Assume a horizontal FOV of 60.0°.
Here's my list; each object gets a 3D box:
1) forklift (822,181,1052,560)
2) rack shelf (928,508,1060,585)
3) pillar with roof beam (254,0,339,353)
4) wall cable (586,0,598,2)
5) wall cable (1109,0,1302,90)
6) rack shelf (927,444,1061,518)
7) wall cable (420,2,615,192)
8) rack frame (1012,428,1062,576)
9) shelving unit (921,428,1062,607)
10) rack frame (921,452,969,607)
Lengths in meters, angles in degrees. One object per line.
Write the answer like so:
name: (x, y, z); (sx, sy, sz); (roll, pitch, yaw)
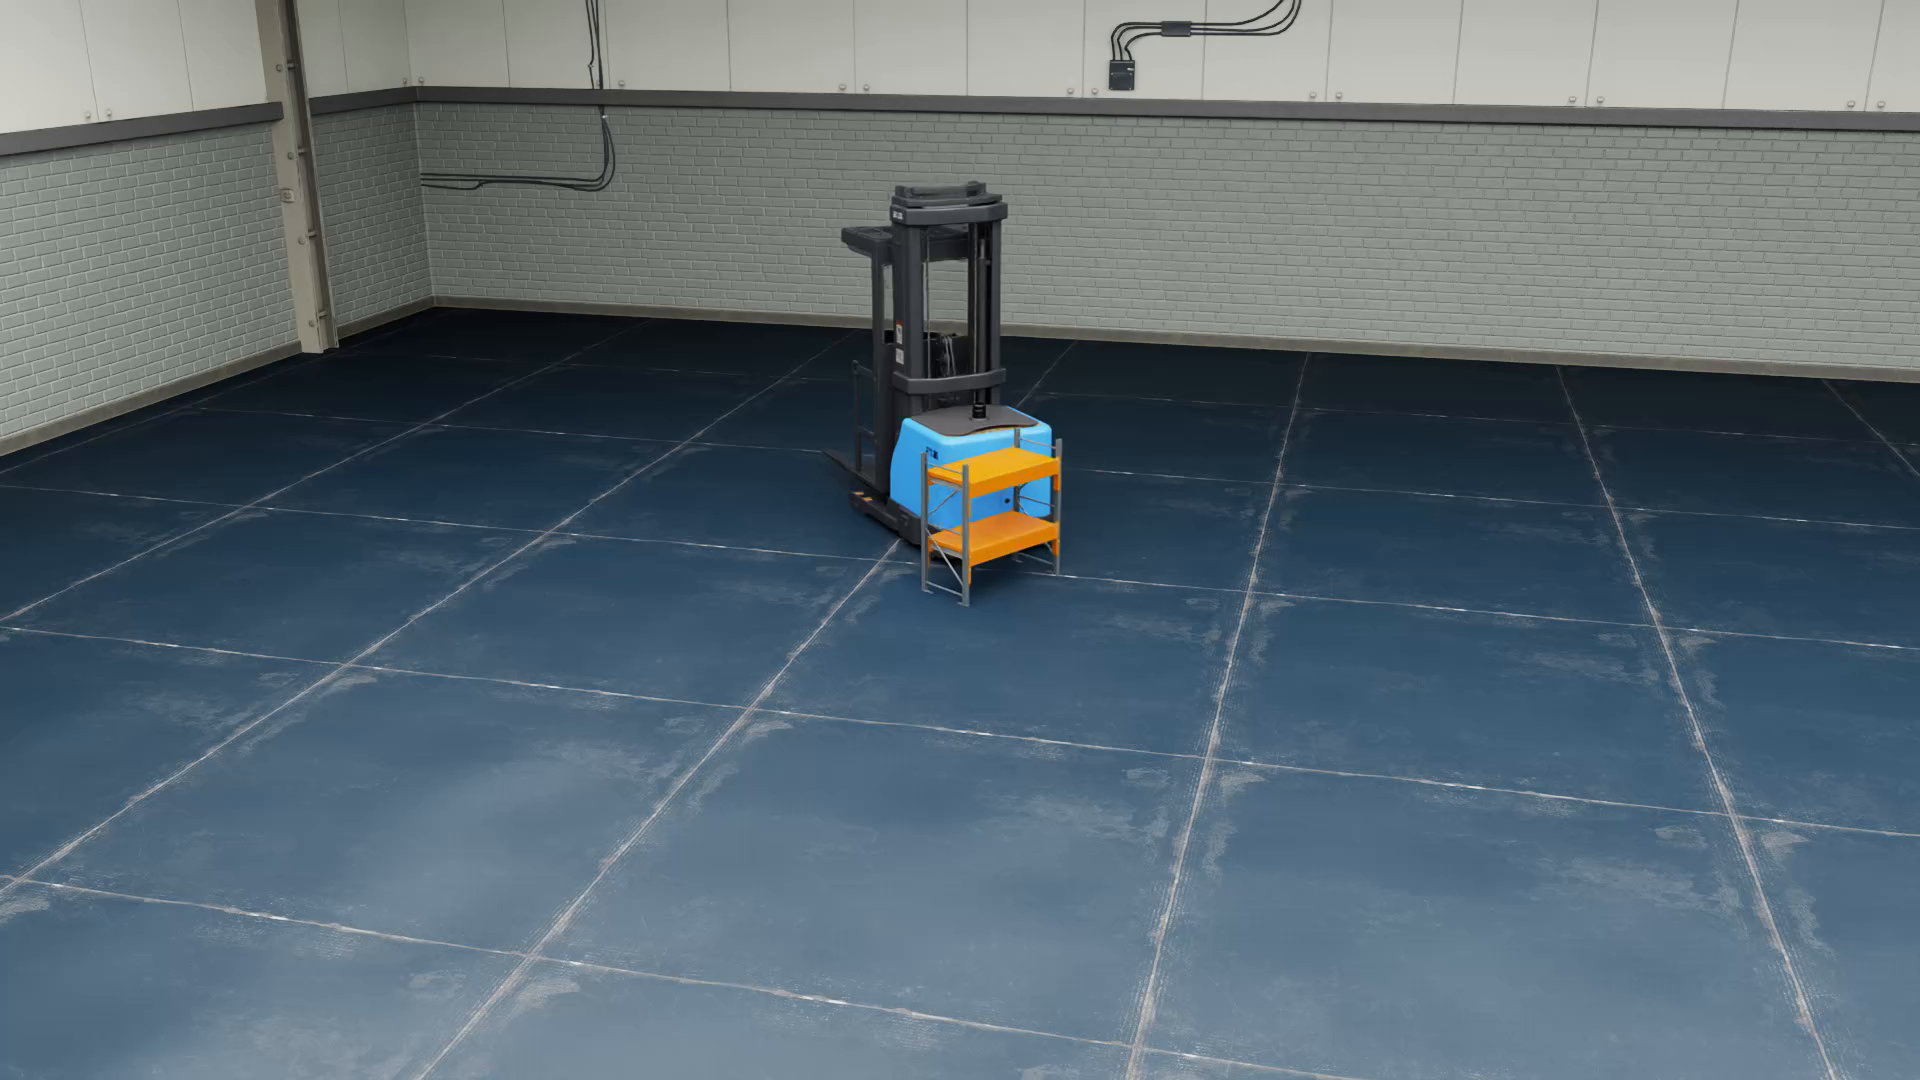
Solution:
forklift: (-0.347, -1.661, 14.516); (1.130, 2.935, 3.031); (-9, 21, -25)
rack shelf: (0.250, 0.038, 13.094); (1.000, 0.278, 0.538); (-17, 25, -41)
pillar with roof beam: (-4.048, -6.366, 18.904); (9.100, 9.000, 0.400); (5, 19, 13)
wall cable: (-3.597, -8.232, 21.357); (3.097, 2.526, 0.112); (5, 19, 13)
wall cable: (2.982, -8.380, 19.537); (2.305, 6.003, 0.169); (5, 19, 13)
rack shelf: (0.250, -0.471, 12.920); (1.000, 0.278, 0.538); (-17, 25, -41)
wall cable: (-6.220, -6.056, 22.799); (3.097, 2.526, 0.112); (5, 19, 13)
rack frame: (0.616, -0.308, 13.349); (0.032, 1.125, 0.500); (-17, 25, -41)
shelving unit: (0.250, -0.194, 13.015); (1.048, 1.125, 0.538); (-17, 25, -41)
rack frame: (-0.116, -0.080, 12.681); (0.032, 1.125, 0.500); (-17, 25, -41)
